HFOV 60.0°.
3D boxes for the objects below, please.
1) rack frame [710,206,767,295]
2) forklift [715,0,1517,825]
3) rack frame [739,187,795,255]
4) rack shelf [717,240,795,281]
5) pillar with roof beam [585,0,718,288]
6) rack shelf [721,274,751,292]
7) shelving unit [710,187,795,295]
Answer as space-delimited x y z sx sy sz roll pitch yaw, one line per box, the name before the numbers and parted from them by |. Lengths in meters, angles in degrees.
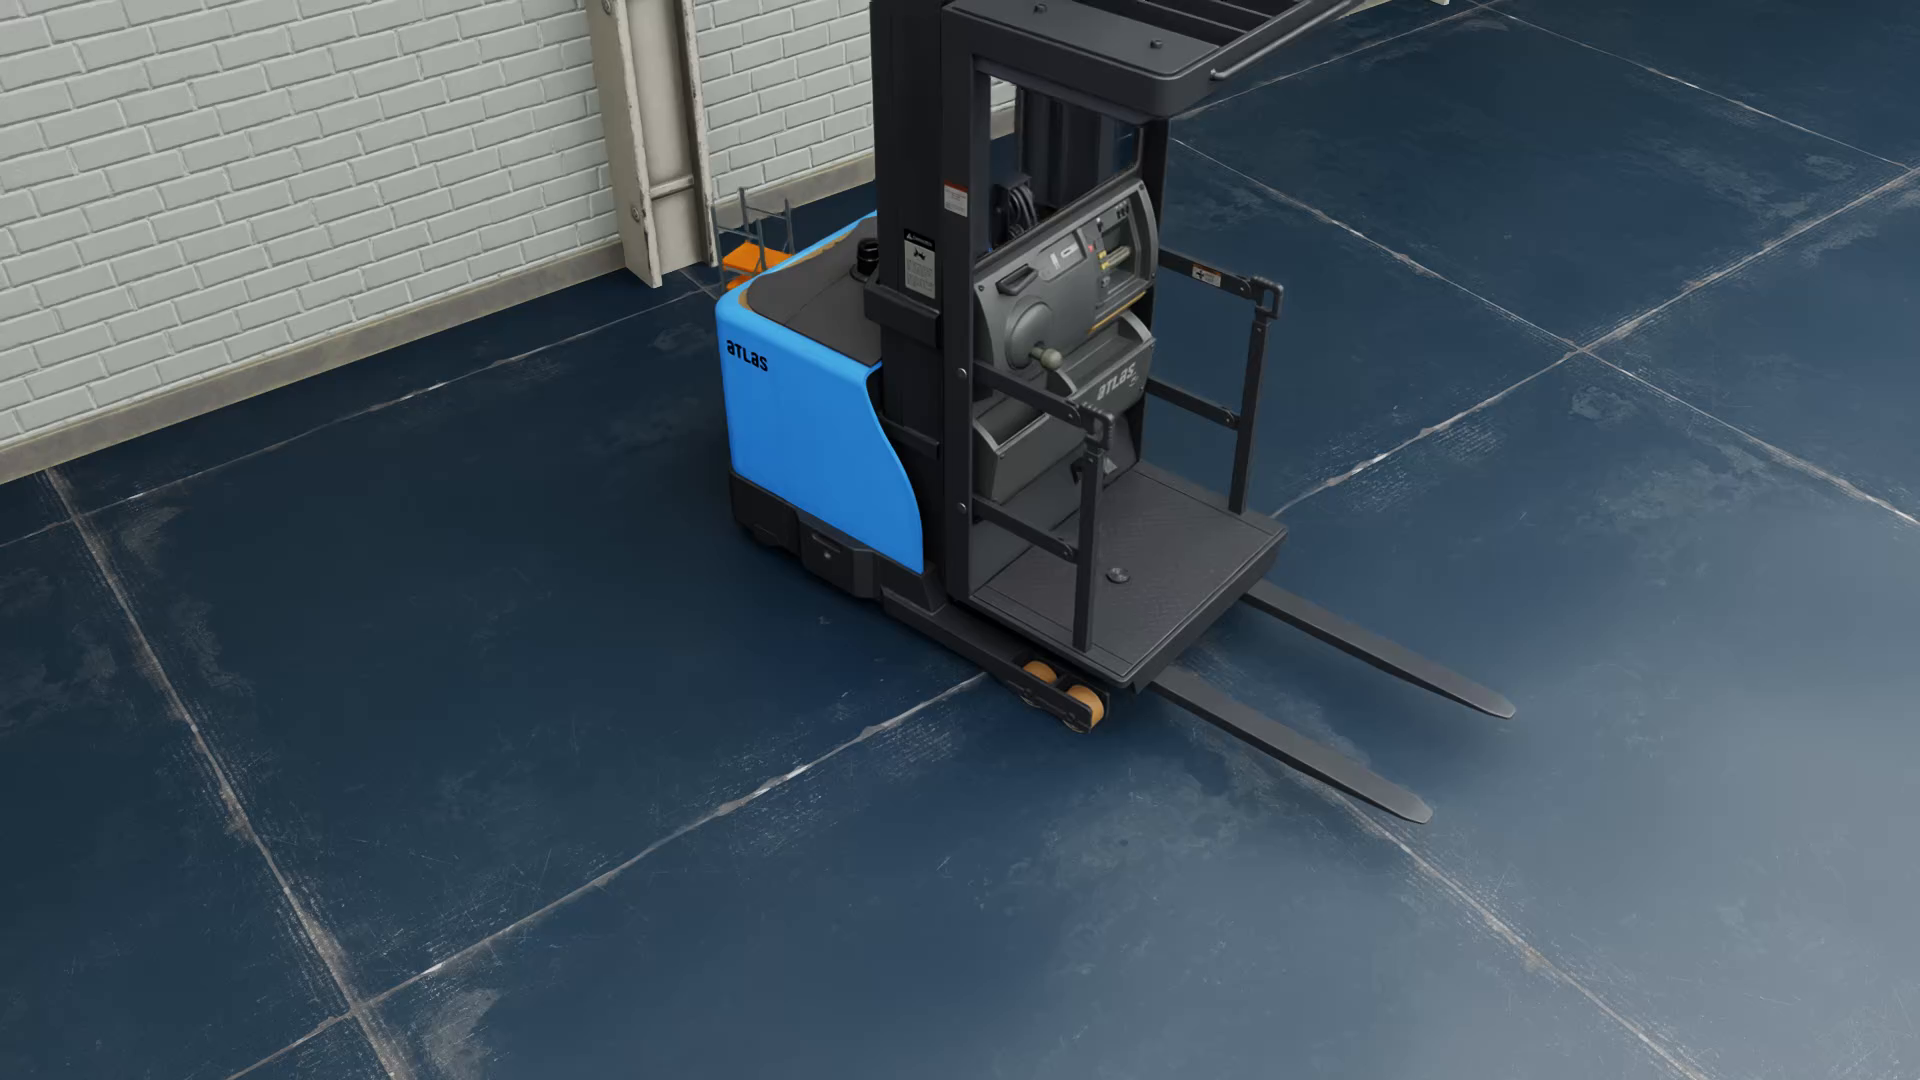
rack frame | -0.841 -0.785 6.752 0.240 1.200 0.006 19 43 25
forklift | 0.531 -0.832 5.453 3.031 2.935 1.130 28 47 30
rack frame | -0.746 -0.884 6.873 0.240 1.200 0.006 19 43 25
rack shelf | -0.805 -1.082 6.617 0.258 0.103 0.180 19 43 25
pillar with roof beam | 1.158 -2.720 2.970 0.400 9.000 9.100 -26 46 -28
rack shelf | -0.800 -0.988 6.691 0.258 0.103 0.180 19 43 25
shelving unit | -0.793 -0.835 6.812 0.258 1.200 0.189 19 43 25
